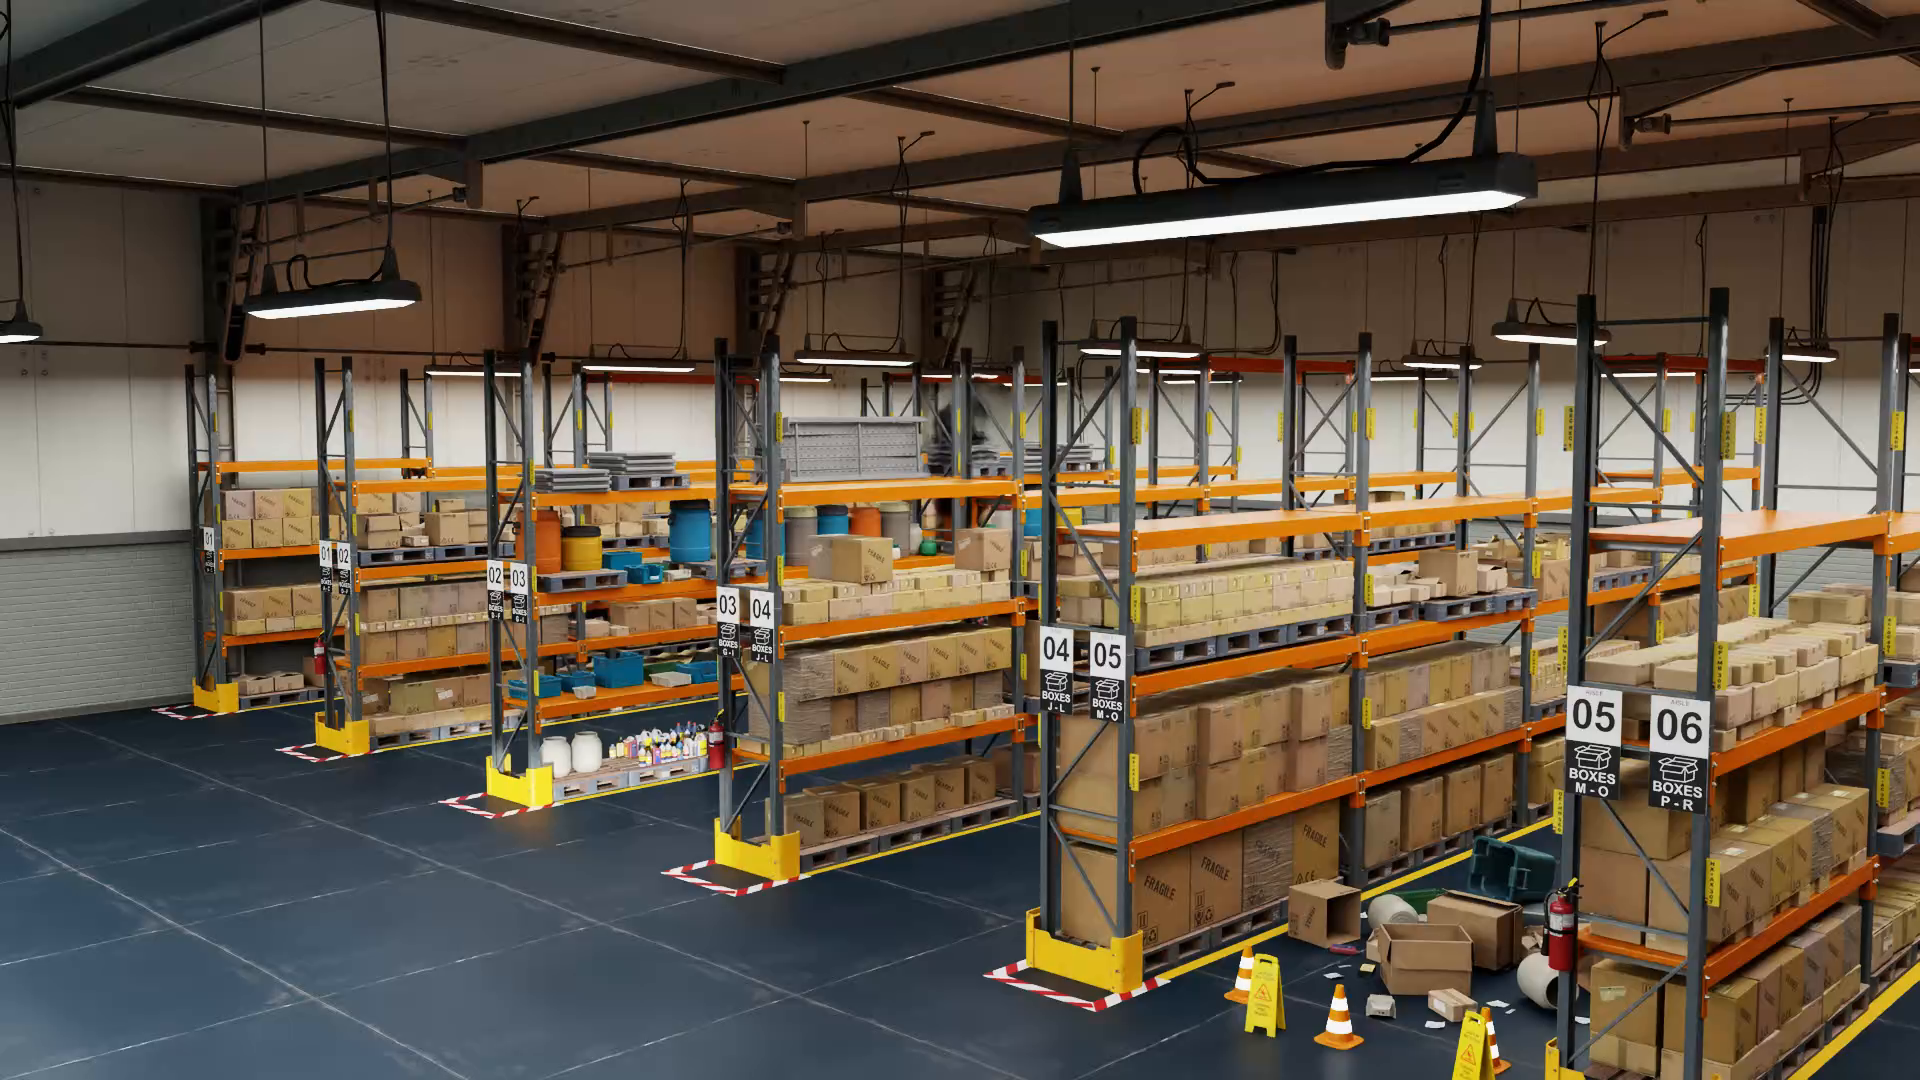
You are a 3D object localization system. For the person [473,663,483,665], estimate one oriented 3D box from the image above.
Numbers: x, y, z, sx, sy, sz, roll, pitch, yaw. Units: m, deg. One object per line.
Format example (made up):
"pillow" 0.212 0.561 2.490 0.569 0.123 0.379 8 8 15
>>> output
"person" -8.488 2.141 29.343 0.697 1.590 0.533 -4 6 -42
